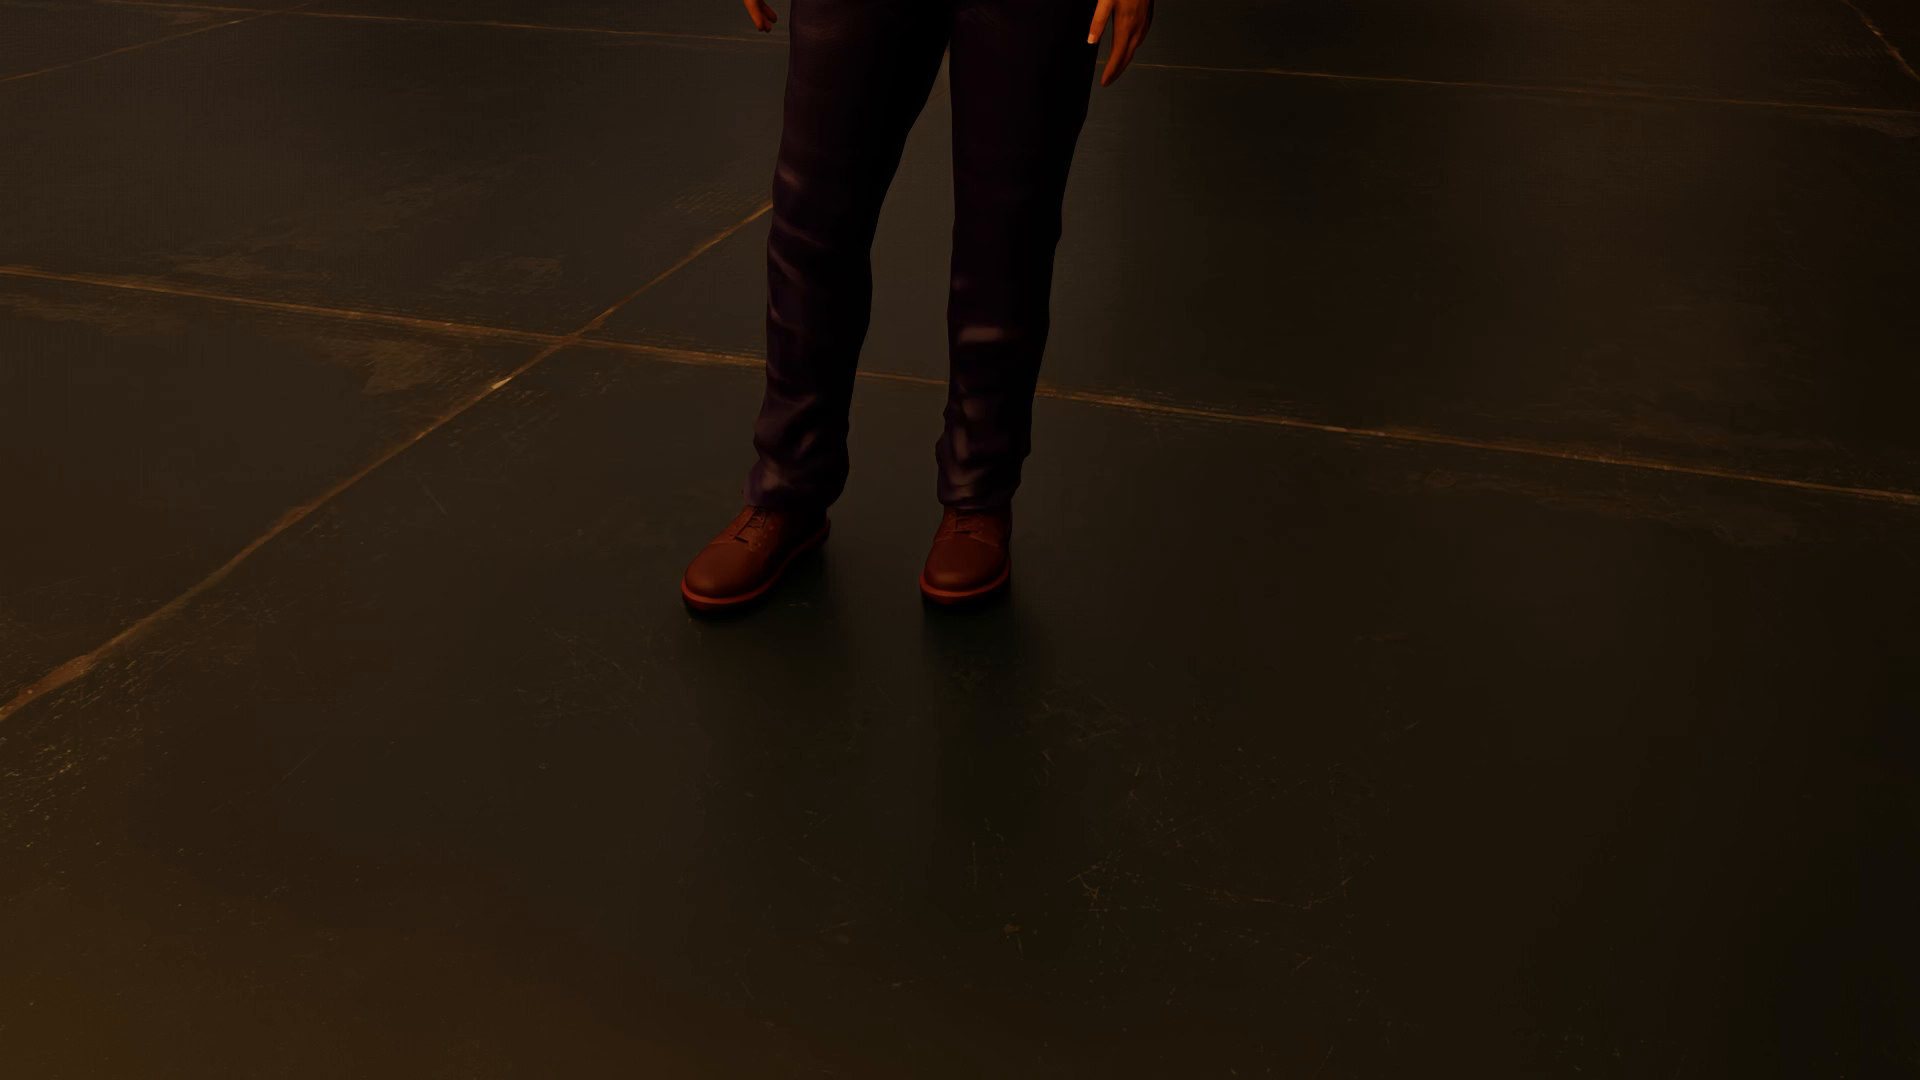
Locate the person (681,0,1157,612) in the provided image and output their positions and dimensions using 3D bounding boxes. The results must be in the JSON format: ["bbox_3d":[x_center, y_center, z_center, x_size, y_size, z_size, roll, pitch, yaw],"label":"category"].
[{"bbox_3d":[-0.050,-0.700,2.054,0.598,1.641,0.502,8,28,16],"label":"person"}]
